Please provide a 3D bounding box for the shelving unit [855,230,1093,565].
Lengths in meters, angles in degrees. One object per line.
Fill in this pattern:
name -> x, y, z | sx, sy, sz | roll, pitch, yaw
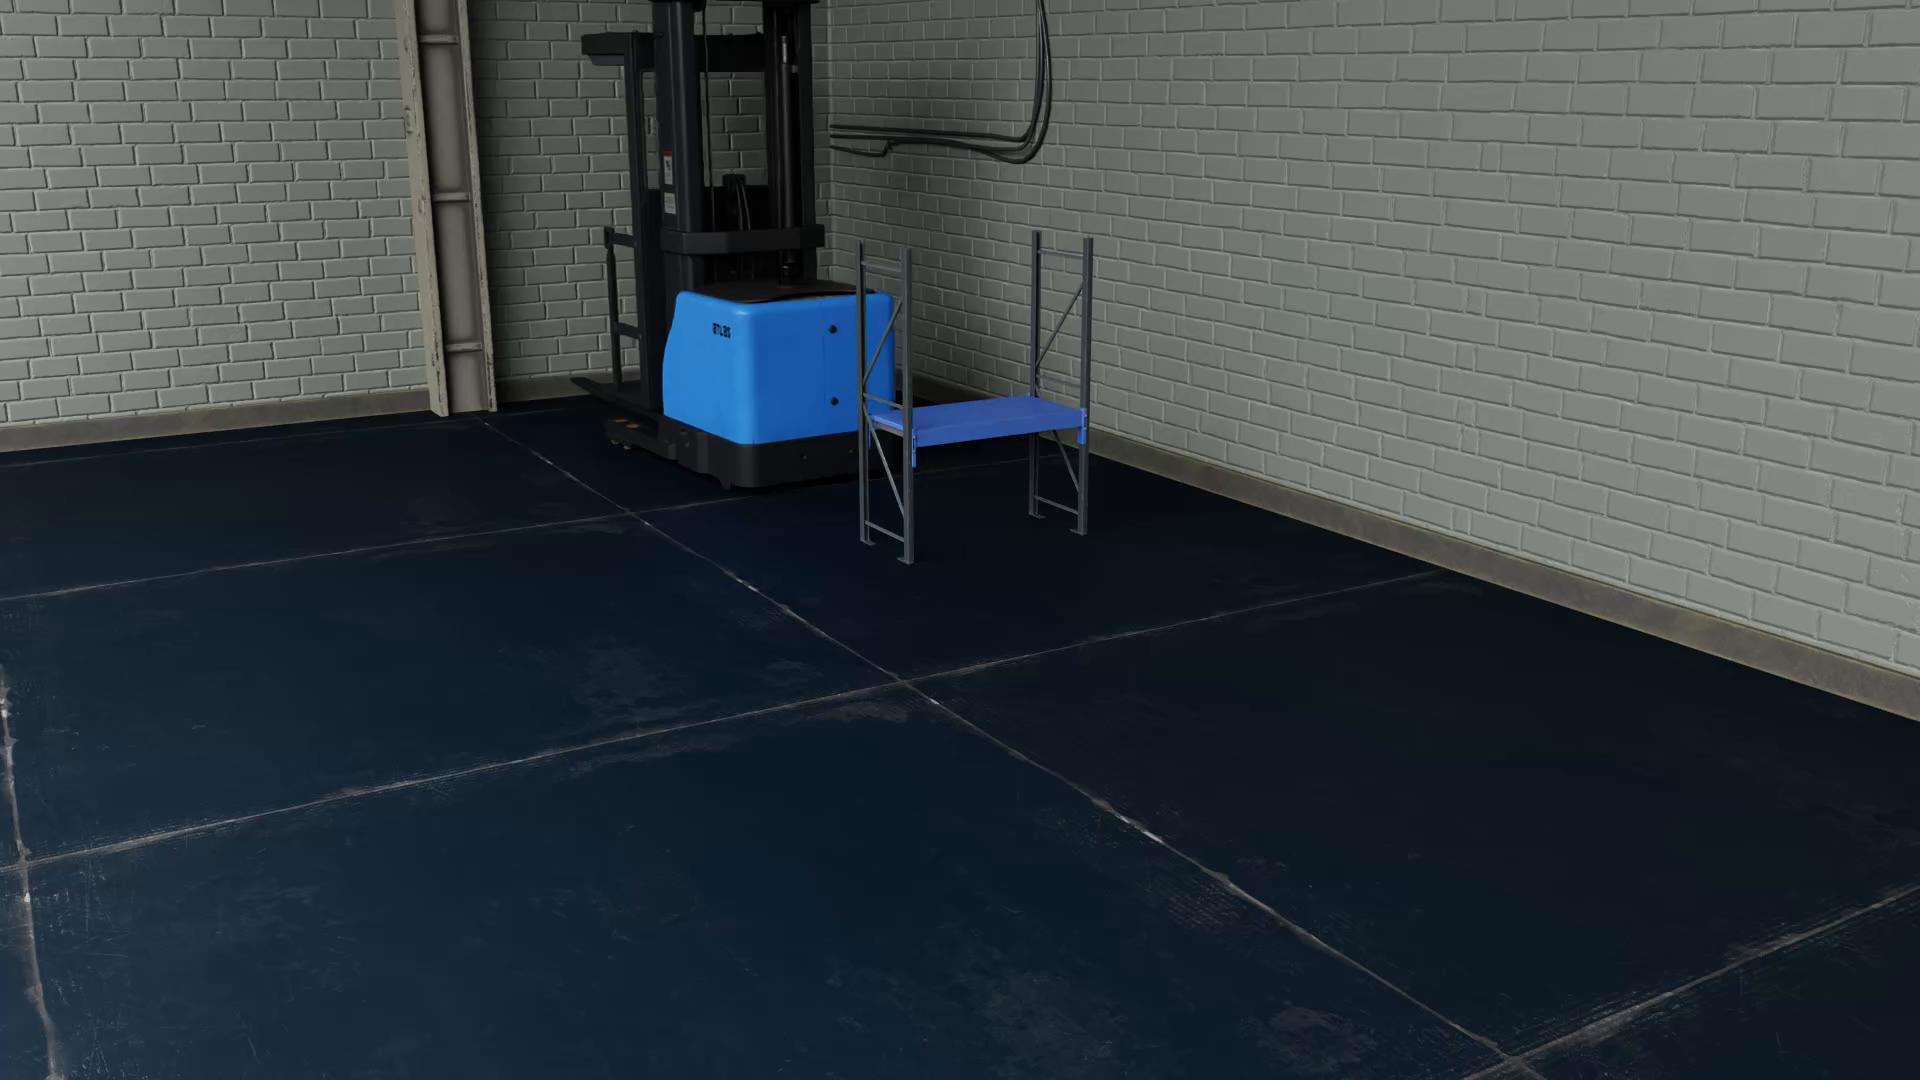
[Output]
shelving unit -> 0.073, -0.734, 8.250 | 1.048, 1.500, 0.538 | -9, 18, -30

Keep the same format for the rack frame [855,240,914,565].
rack frame -> -0.363, -0.663, 7.998 | 0.032, 1.500, 0.500 | -9, 18, -30

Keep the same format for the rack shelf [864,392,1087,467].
rack shelf -> 0.073, -0.561, 8.298 | 1.000, 0.185, 0.538 | -9, 18, -30

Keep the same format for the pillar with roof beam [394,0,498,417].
pillar with roof beam -> -1.261, -4.249, 6.894 | 0.400, 9.000, 9.100 | -9, 18, -30

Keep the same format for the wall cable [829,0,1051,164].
wall cable -> -0.272, -3.853, 11.236 | 0.112, 2.526, 3.097 | -9, 18, -30

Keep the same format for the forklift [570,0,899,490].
forklift -> -1.598, -2.036, 10.244 | 1.130, 2.935, 3.031 | -10, 19, -33

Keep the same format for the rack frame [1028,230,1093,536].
rack frame -> 0.509, -0.805, 8.502 | 0.032, 1.500, 0.500 | -9, 18, -30
